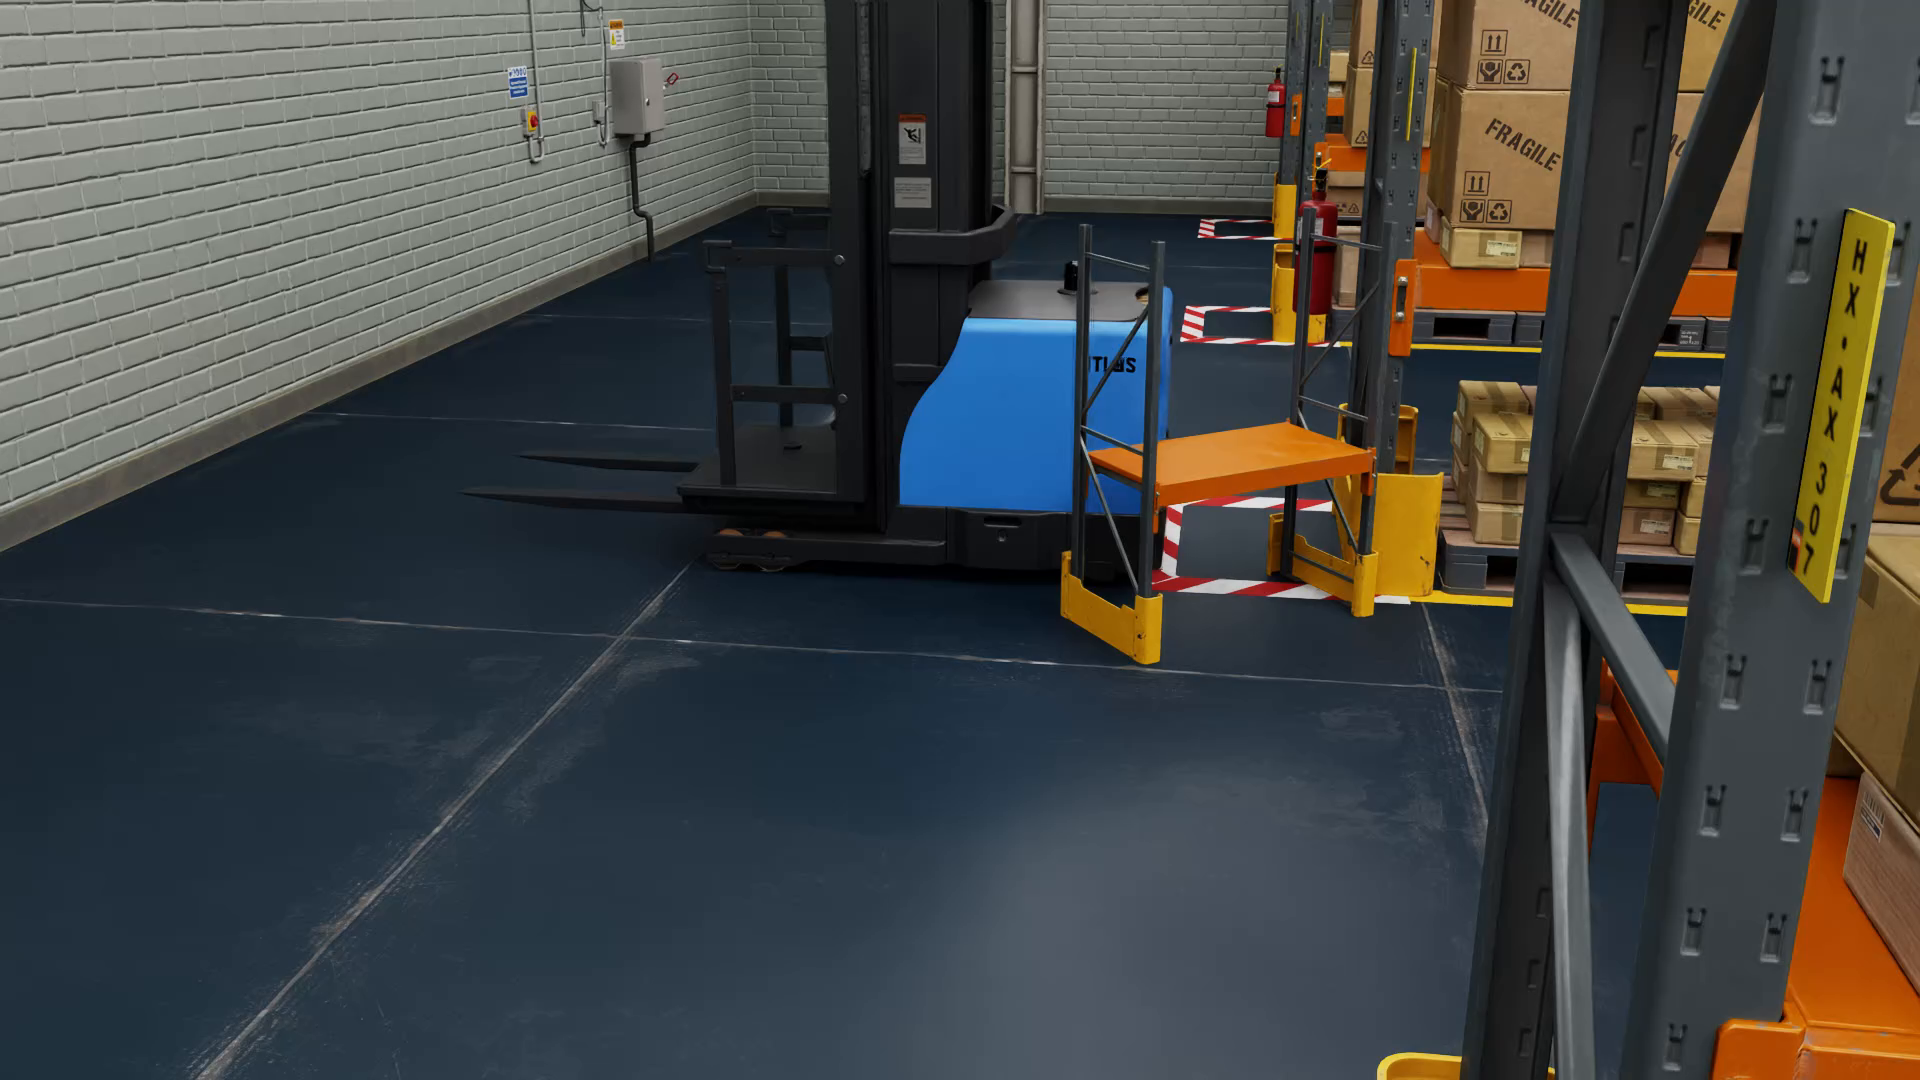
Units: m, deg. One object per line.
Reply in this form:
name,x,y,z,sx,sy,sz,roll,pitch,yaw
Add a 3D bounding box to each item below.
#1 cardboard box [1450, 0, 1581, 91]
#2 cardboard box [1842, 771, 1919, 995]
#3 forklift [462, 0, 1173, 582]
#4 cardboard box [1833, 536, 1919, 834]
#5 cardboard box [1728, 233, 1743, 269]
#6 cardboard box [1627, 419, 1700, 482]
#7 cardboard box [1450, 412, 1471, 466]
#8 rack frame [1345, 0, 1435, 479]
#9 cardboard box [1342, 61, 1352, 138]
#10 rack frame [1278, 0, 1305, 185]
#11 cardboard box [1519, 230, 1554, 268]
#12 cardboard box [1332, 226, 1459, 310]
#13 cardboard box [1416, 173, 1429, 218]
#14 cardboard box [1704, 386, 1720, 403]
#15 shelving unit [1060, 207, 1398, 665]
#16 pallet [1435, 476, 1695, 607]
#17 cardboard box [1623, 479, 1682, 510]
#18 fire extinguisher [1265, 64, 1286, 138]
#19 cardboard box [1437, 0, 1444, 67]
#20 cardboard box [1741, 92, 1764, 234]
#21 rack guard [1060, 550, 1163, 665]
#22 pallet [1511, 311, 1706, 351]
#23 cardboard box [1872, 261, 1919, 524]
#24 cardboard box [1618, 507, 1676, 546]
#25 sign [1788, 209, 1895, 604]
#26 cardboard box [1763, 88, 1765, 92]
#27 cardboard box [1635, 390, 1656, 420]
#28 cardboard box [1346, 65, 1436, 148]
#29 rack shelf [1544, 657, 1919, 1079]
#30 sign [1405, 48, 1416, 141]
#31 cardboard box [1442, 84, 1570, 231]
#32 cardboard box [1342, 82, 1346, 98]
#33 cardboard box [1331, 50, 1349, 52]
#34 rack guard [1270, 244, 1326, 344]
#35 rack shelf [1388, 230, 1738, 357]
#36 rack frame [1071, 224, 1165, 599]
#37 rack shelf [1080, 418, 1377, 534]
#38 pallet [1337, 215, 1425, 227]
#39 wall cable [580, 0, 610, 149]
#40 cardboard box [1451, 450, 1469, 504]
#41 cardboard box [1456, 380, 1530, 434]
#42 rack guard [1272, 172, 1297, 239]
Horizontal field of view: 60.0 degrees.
cardboard box,2.135,-1.945,6.186,0.500,0.500,0.500,3,19,8
cardboard box,1.145,0.401,1.773,0.250,0.149,0.380,3,19,9
forklift,-0.618,-1.419,6.924,3.031,2.935,1.130,3,19,8
cardboard box,1.278,0.200,1.747,0.500,0.250,0.500,2,19,7
cardboard box,3.058,-1.128,6.344,0.250,0.149,0.380,3,19,8
cardboard box,2.717,-0.356,6.532,0.250,0.149,0.380,3,19,9
cardboard box,2.300,-0.439,7.250,0.250,0.149,0.380,2,19,7
rack frame,1.733,-1.388,6.724,0.127,3.000,1.000,3,19,9
cardboard box,2.937,-3.050,11.533,0.500,0.500,0.500,3,19,9
rack frame,3.202,-4.499,16.022,0.127,3.000,1.000,3,19,9
cardboard box,2.259,-1.150,6.409,0.250,0.149,0.380,4,19,11
cardboard box,3.086,-1.926,11.708,0.875,0.438,0.875,2,19,7
cardboard box,4.629,-3.397,16.007,0.500,0.500,0.700,4,19,11
cardboard box,3.331,-0.537,7.075,0.250,0.149,0.380,4,19,11
shelving unit,0.995,-0.425,6.208,1.083,1.500,0.587,-10,21,-26
pallet,2.605,-0.010,7.000,1.213,0.211,1.003,3,19,9
cardboard box,2.727,-0.253,6.695,0.250,0.149,0.380,3,19,9
fire extinguisher,2.984,-4.148,15.683,0.183,0.674,0.296,3,19,9
cardboard box,3.359,-3.328,10.790,0.500,0.500,0.500,2,19,7
cardboard box,3.147,-1.420,6.193,0.500,0.500,0.500,3,19,9
rack guard,0.556,0.242,6.185,0.087,0.250,0.587,-10,21,-26
pallet,4.422,-1.544,11.584,1.213,0.211,1.003,3,19,9
cardboard box,1.370,-0.323,2.126,0.500,0.500,0.500,3,19,9
cardboard box,2.718,-0.111,6.738,0.250,0.149,0.380,3,19,9
sign,0.753,-0.114,1.427,0.005,0.325,0.100,3,19,9
cardboard box,3.144,-1.888,6.017,0.500,0.500,0.500,2,19,7
cardboard box,2.811,-0.566,7.162,0.250,0.149,0.380,3,19,7
cardboard box,2.847,-2.877,11.017,0.500,0.500,0.500,3,19,8
rack shelf,2.822,0.603,1.909,4.000,0.370,1.077,3,19,9
sign,1.648,-1.629,6.079,0.005,0.325,0.100,3,19,9
cardboard box,2.133,-1.467,6.335,0.500,0.500,0.500,4,19,11
cardboard box,3.742,-4.279,15.761,0.250,0.149,0.380,3,19,10
cardboard box,3.699,-4.629,16.178,0.500,0.250,0.500,3,19,10
rack guard,2.395,-1.760,11.774,0.348,0.500,1.175,3,19,9
rack shelf,3.708,-0.946,6.537,4.000,0.370,1.077,3,19,9
rack frame,0.554,-0.350,5.986,0.032,1.500,0.500,-10,21,-26
rack shelf,1.003,-0.255,6.269,1.000,0.185,0.538,-10,21,-26
pallet,4.065,-3.133,16.334,1.213,0.211,1.003,3,19,9
wall cable,-2.939,-4.147,13.369,0.122,1.984,0.588,3,19,9
cardboard box,2.286,-0.274,7.226,0.250,0.149,0.380,3,19,10
cardboard box,2.296,-0.570,7.173,0.250,0.149,0.380,3,19,9
rack guard,3.277,-3.310,16.407,0.348,0.500,1.175,3,19,9
